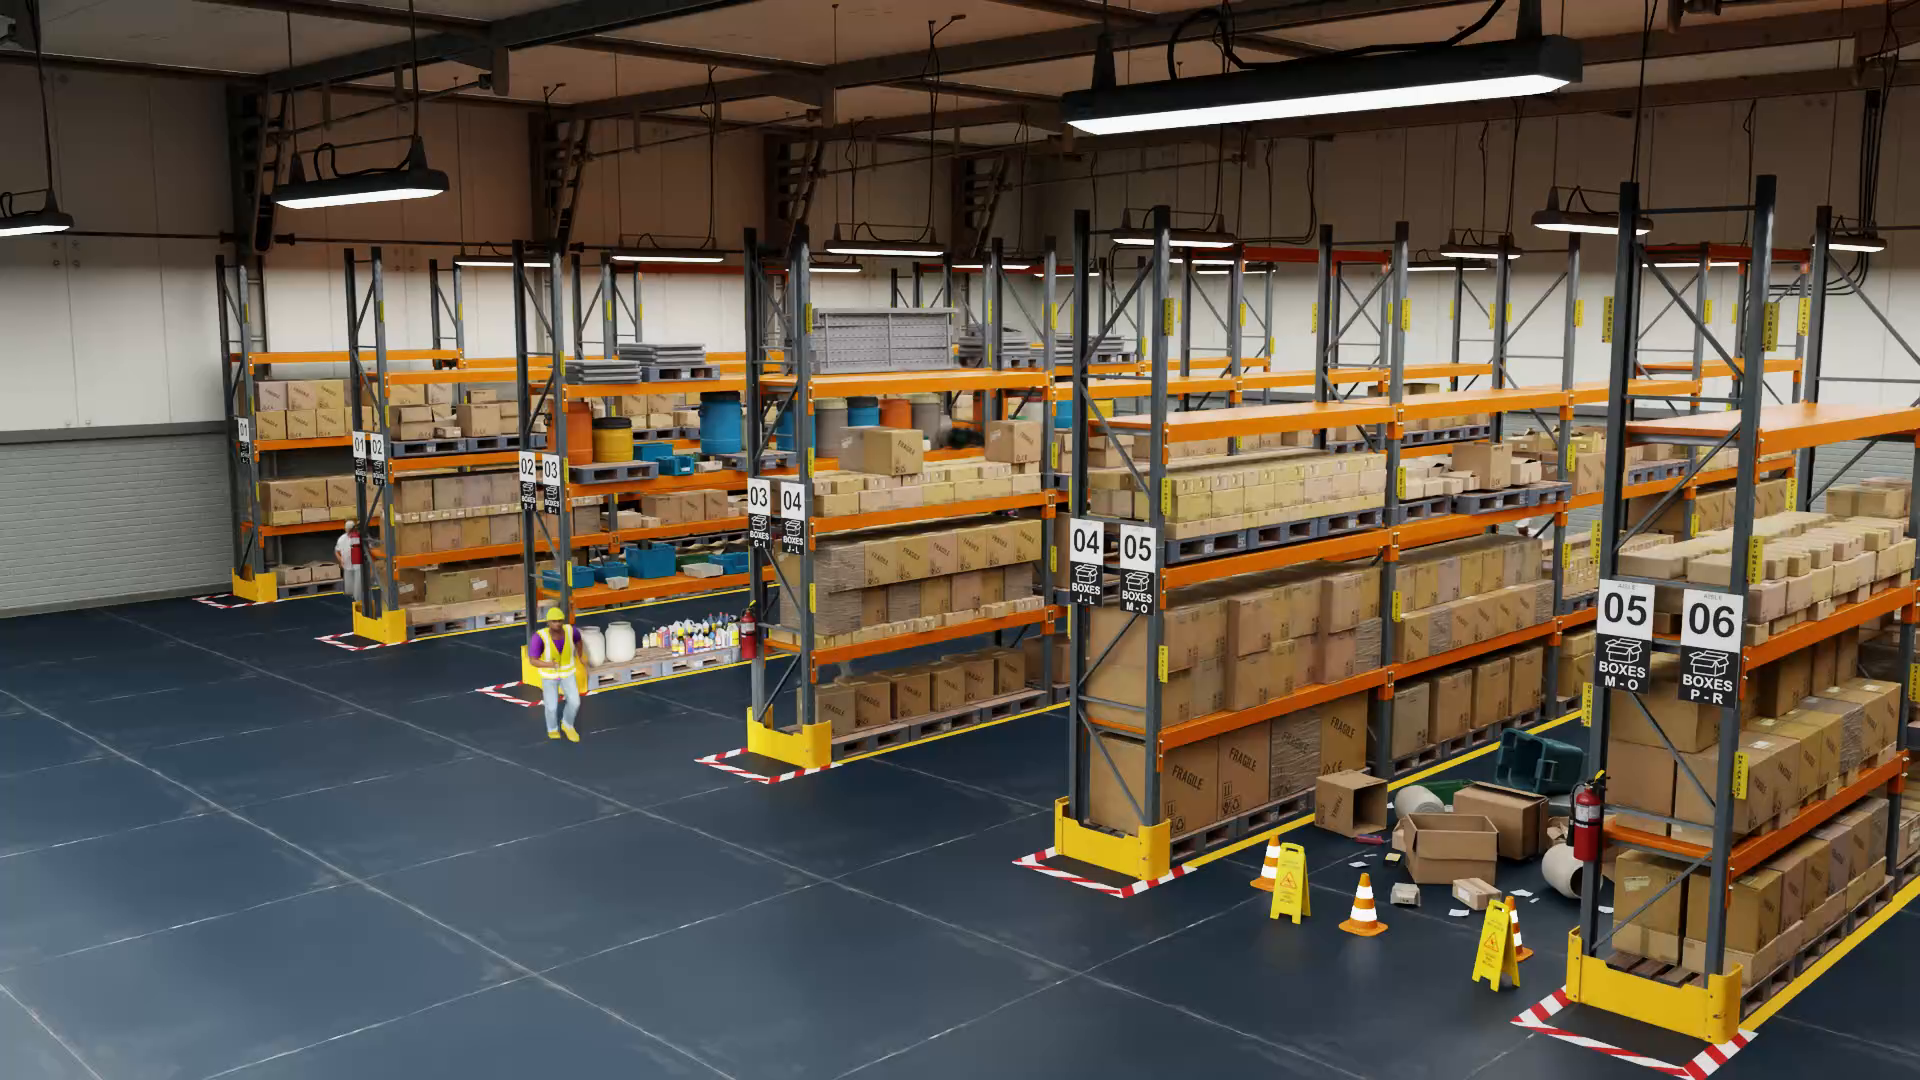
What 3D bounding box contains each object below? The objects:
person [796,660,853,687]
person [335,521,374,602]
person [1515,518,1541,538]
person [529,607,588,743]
[{"bbox_3d":[-1.773,1.172,22.368,0.785,1.666,0.661,-5,10,-34],"label":"person"},{"bbox_3d":[-10.090,0.457,27.770,0.604,1.616,0.715,0,8,0],"label":"person"},{"bbox_3d":[9.860,0.323,28.669,1.110,1.529,0.703,-5,9,-31],"label":"person"},{"bbox_3d":[-4.692,1.579,19.475,0.708,1.657,0.934,-3,9,-21],"label":"person"}]
